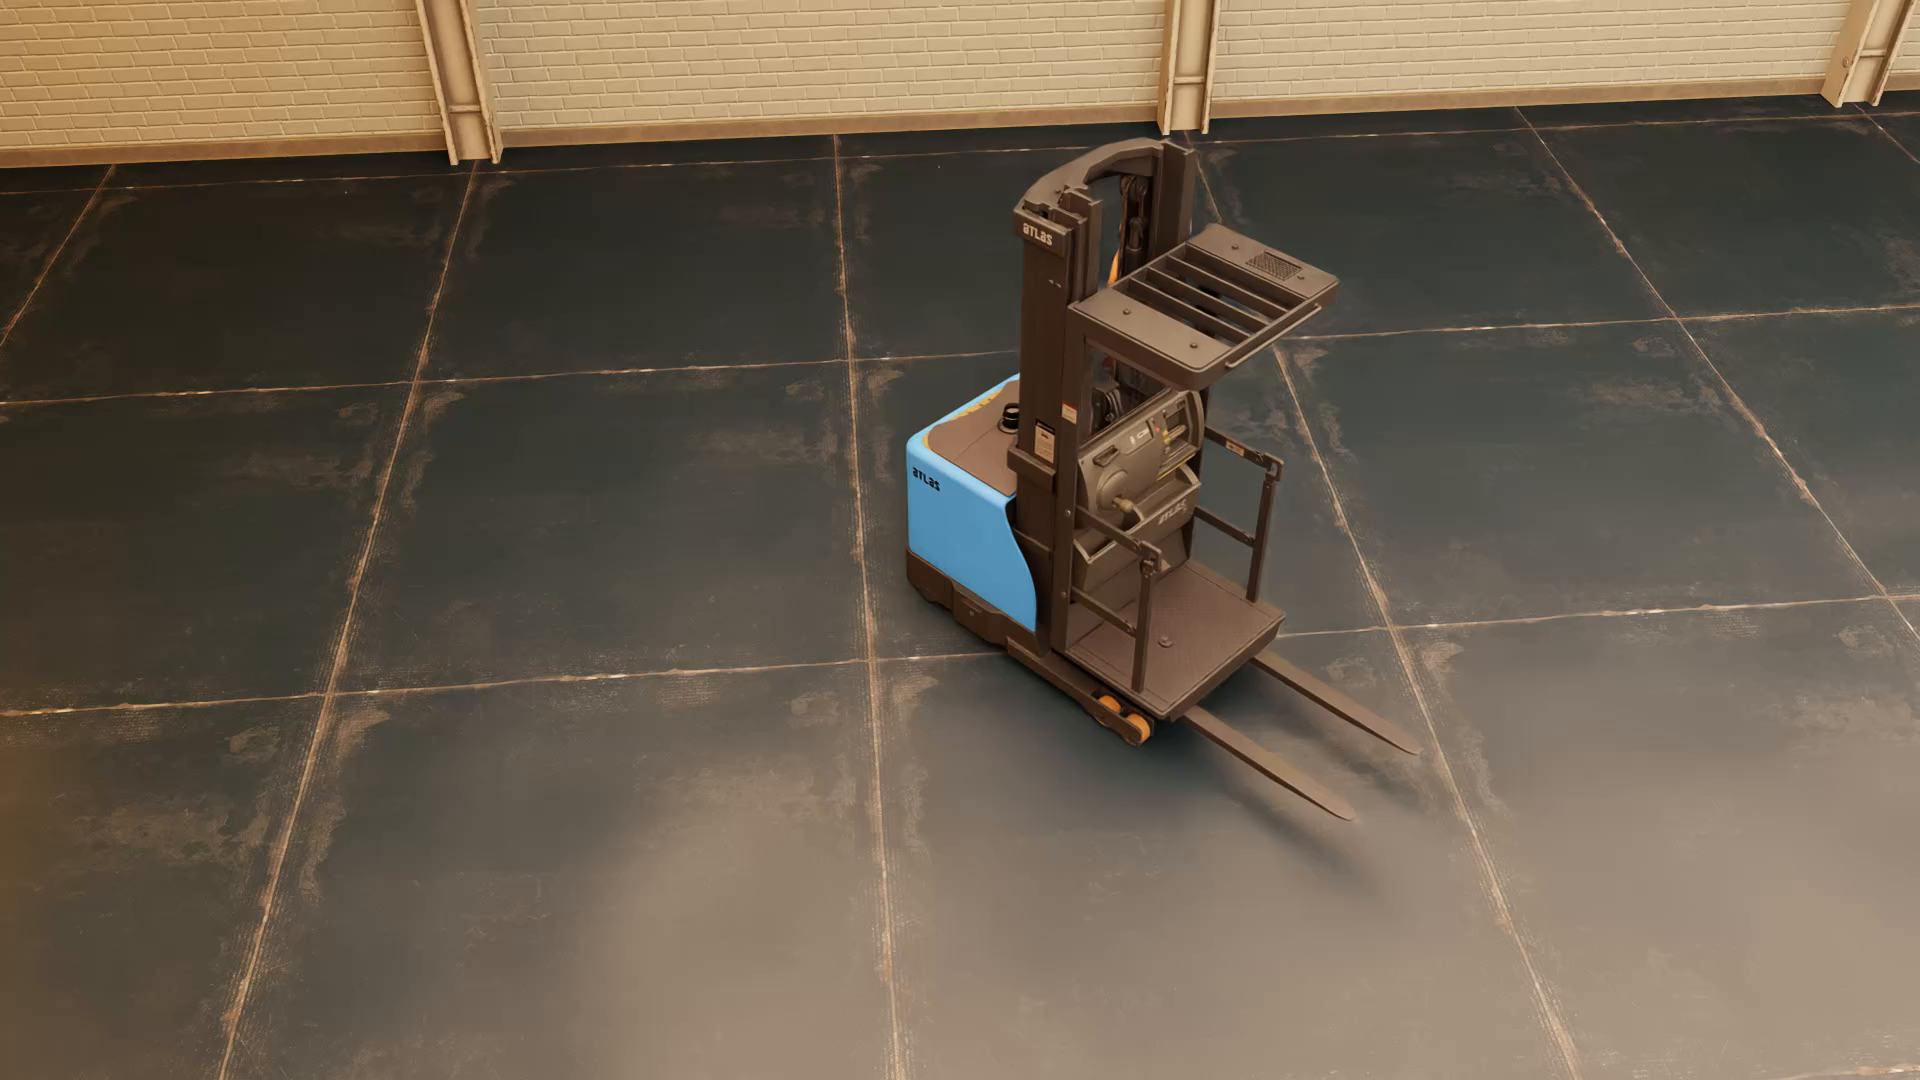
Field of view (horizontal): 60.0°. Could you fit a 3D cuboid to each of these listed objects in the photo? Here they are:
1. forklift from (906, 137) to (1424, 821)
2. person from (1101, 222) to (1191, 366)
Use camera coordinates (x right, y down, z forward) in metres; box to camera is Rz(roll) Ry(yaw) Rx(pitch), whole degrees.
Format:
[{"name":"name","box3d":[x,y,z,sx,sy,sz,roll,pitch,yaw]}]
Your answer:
[{"name":"forklift","box3d":[1.087,-0.401,8.407,3.031,2.935,1.130,33,50,32]},{"name":"person","box3d":[1.216,-1.704,11.009,0.610,1.633,0.713,-3,41,-4]}]
